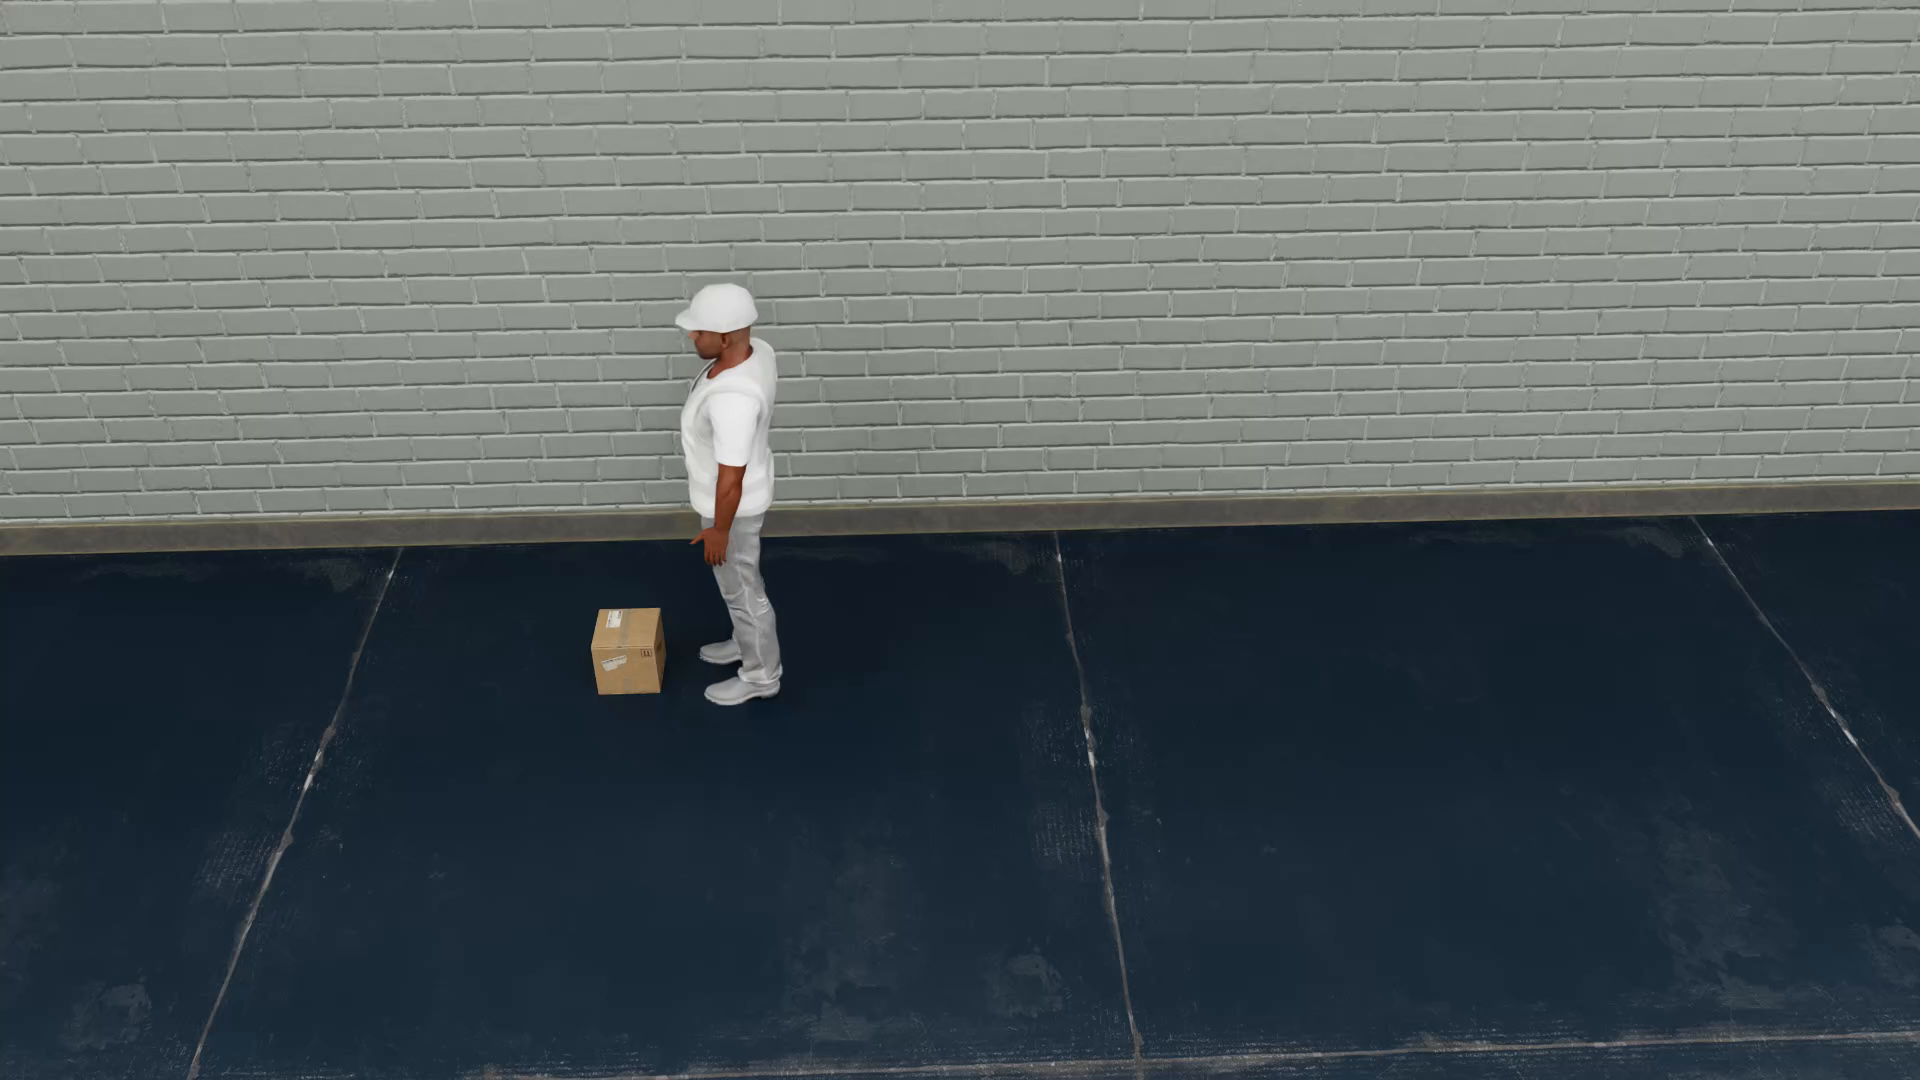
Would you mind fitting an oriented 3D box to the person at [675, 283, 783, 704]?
[{"bbox_3d":[-0.887,-0.162,6.369,0.412,1.783,0.577,-1,35,-1],"label":"person"}]
